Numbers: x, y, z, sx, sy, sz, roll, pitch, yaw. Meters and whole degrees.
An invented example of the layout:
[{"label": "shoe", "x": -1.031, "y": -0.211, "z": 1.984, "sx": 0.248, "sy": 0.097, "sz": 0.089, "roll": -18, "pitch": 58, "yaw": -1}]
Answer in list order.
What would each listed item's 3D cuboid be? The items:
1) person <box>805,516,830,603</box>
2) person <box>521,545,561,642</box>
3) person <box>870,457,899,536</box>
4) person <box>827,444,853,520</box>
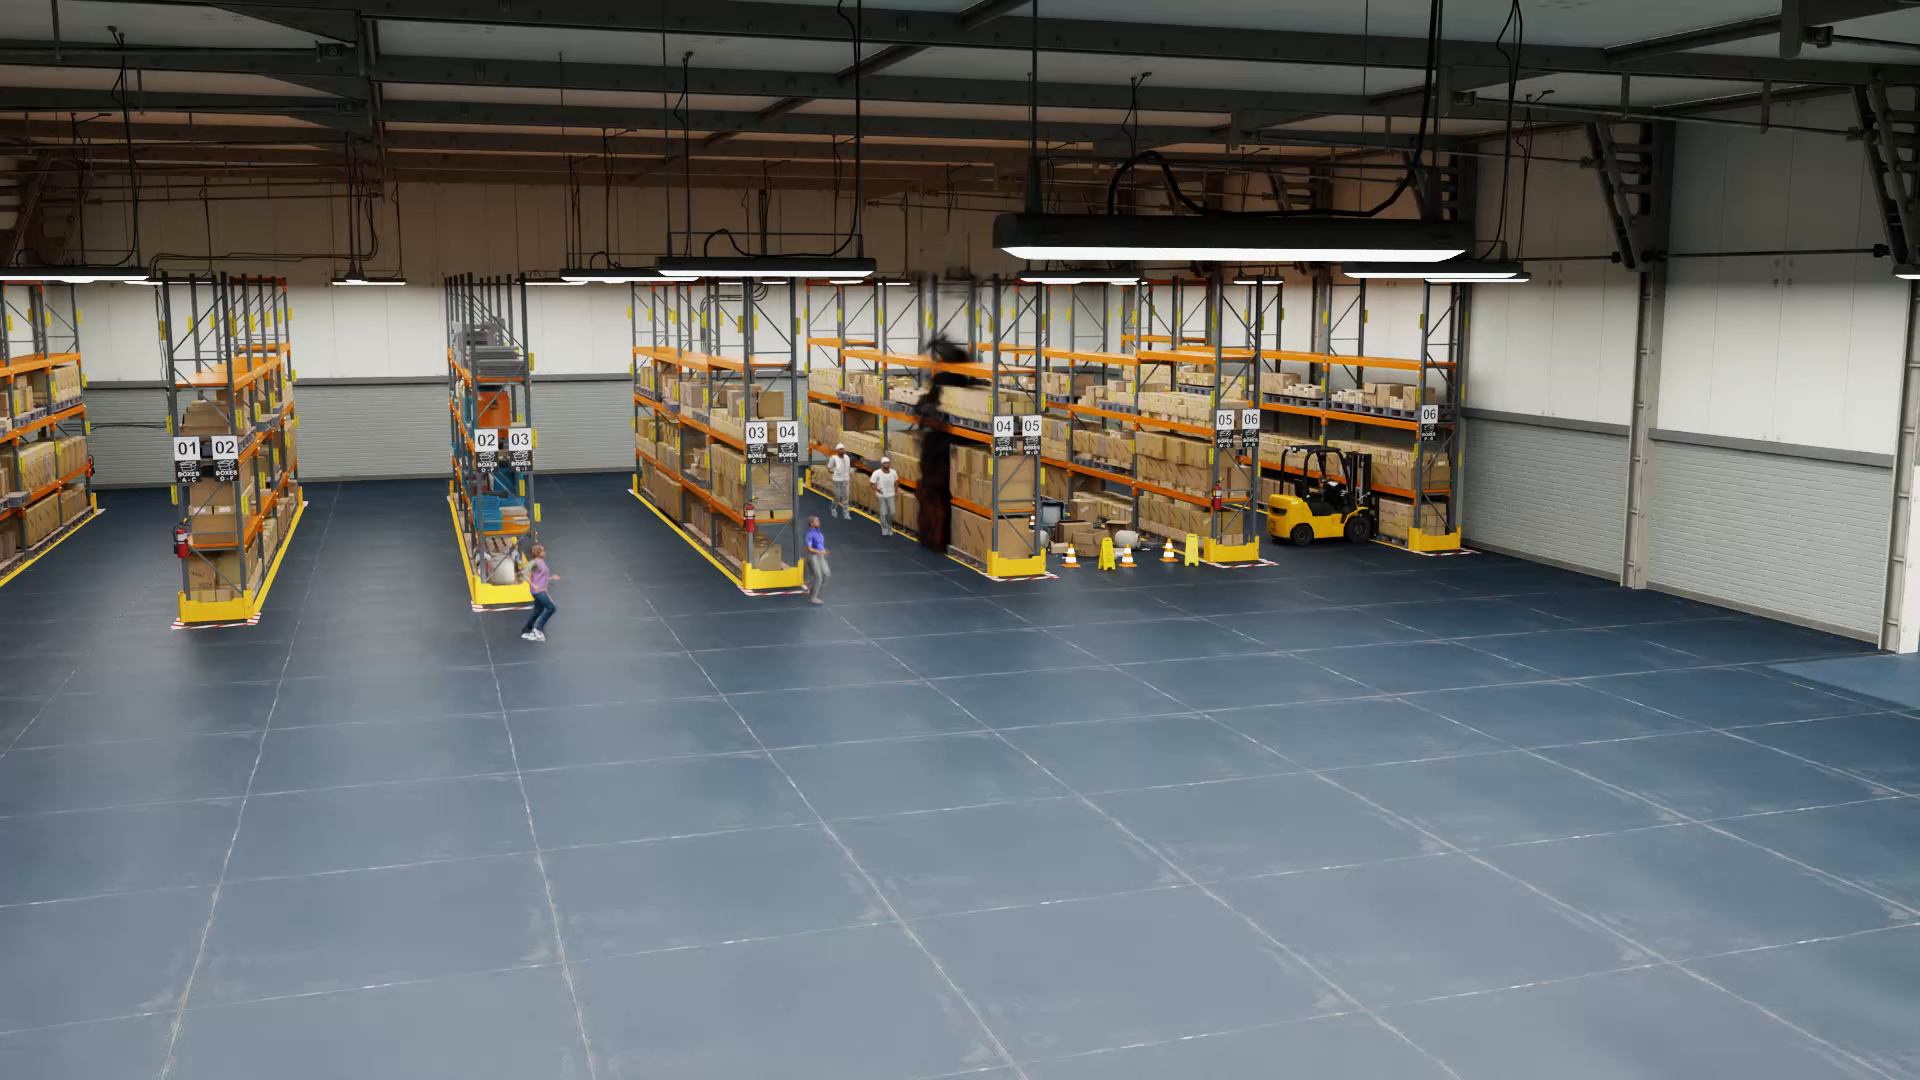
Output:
[{"label": "person", "x": -2.595, "y": 0.353, "z": 30.321, "sx": 0.539, "sy": 1.607, "sz": 0.594, "roll": 4, "pitch": 9, "yaw": 23}, {"label": "person", "x": -6.850, "y": 0.865, "z": 27.106, "sx": 0.666, "sy": 1.593, "sz": 0.512, "roll": 0, "pitch": 9, "yaw": -3}, {"label": "person", "x": -1.634, "y": -0.944, "z": 36.695, "sx": 0.698, "sy": 1.772, "sz": 0.579, "roll": -3, "pitch": 9, "yaw": -17}, {"label": "person", "x": -2.802, "y": -1.394, "z": 39.404, "sx": 0.682, "sy": 1.779, "sz": 0.859, "roll": -5, "pitch": 10, "yaw": -31}]
